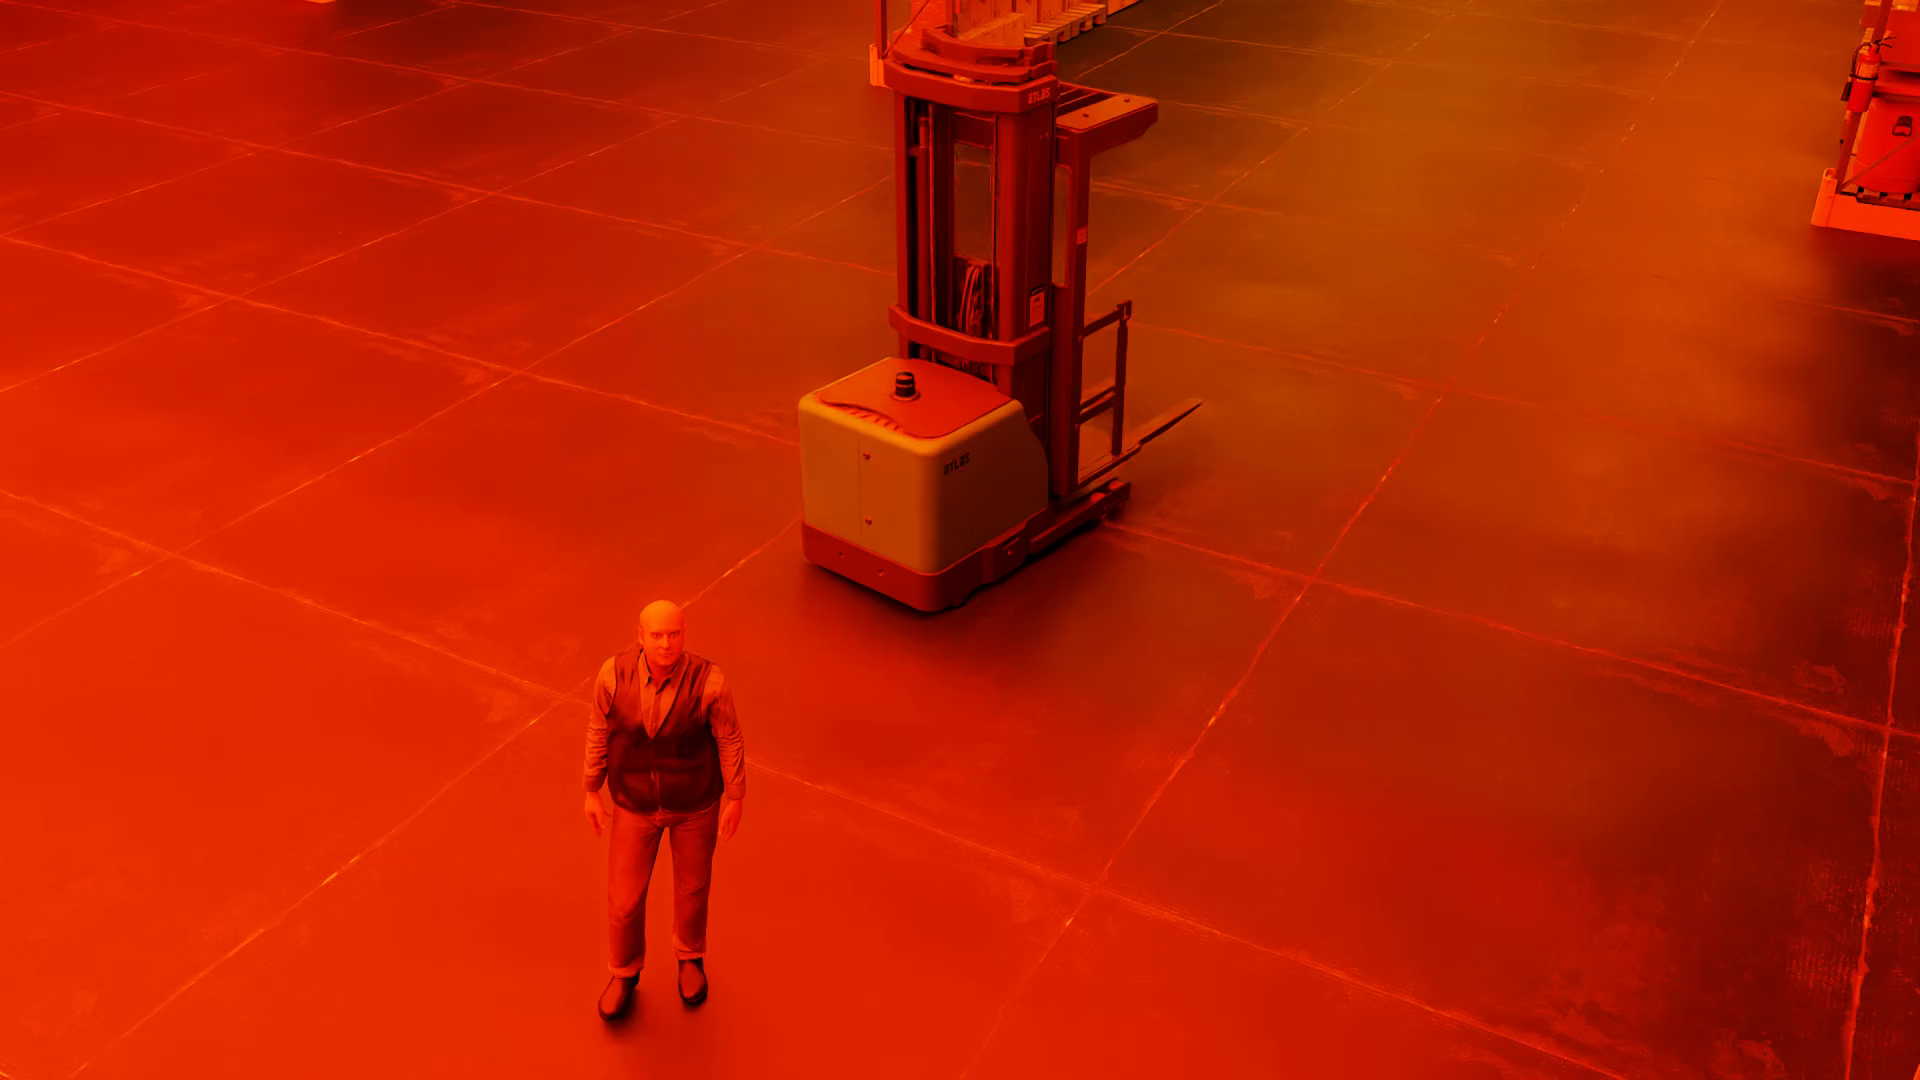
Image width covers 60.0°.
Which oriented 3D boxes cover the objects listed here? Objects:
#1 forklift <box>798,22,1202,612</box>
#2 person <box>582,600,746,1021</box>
[{"bbox_3d":[0.408,-1.539,9.737,1.130,2.935,3.031,22,37,34],"label":"forklift"},{"bbox_3d":[-1.146,1.055,6.441,0.633,1.717,0.579,-1,30,-2],"label":"person"}]
